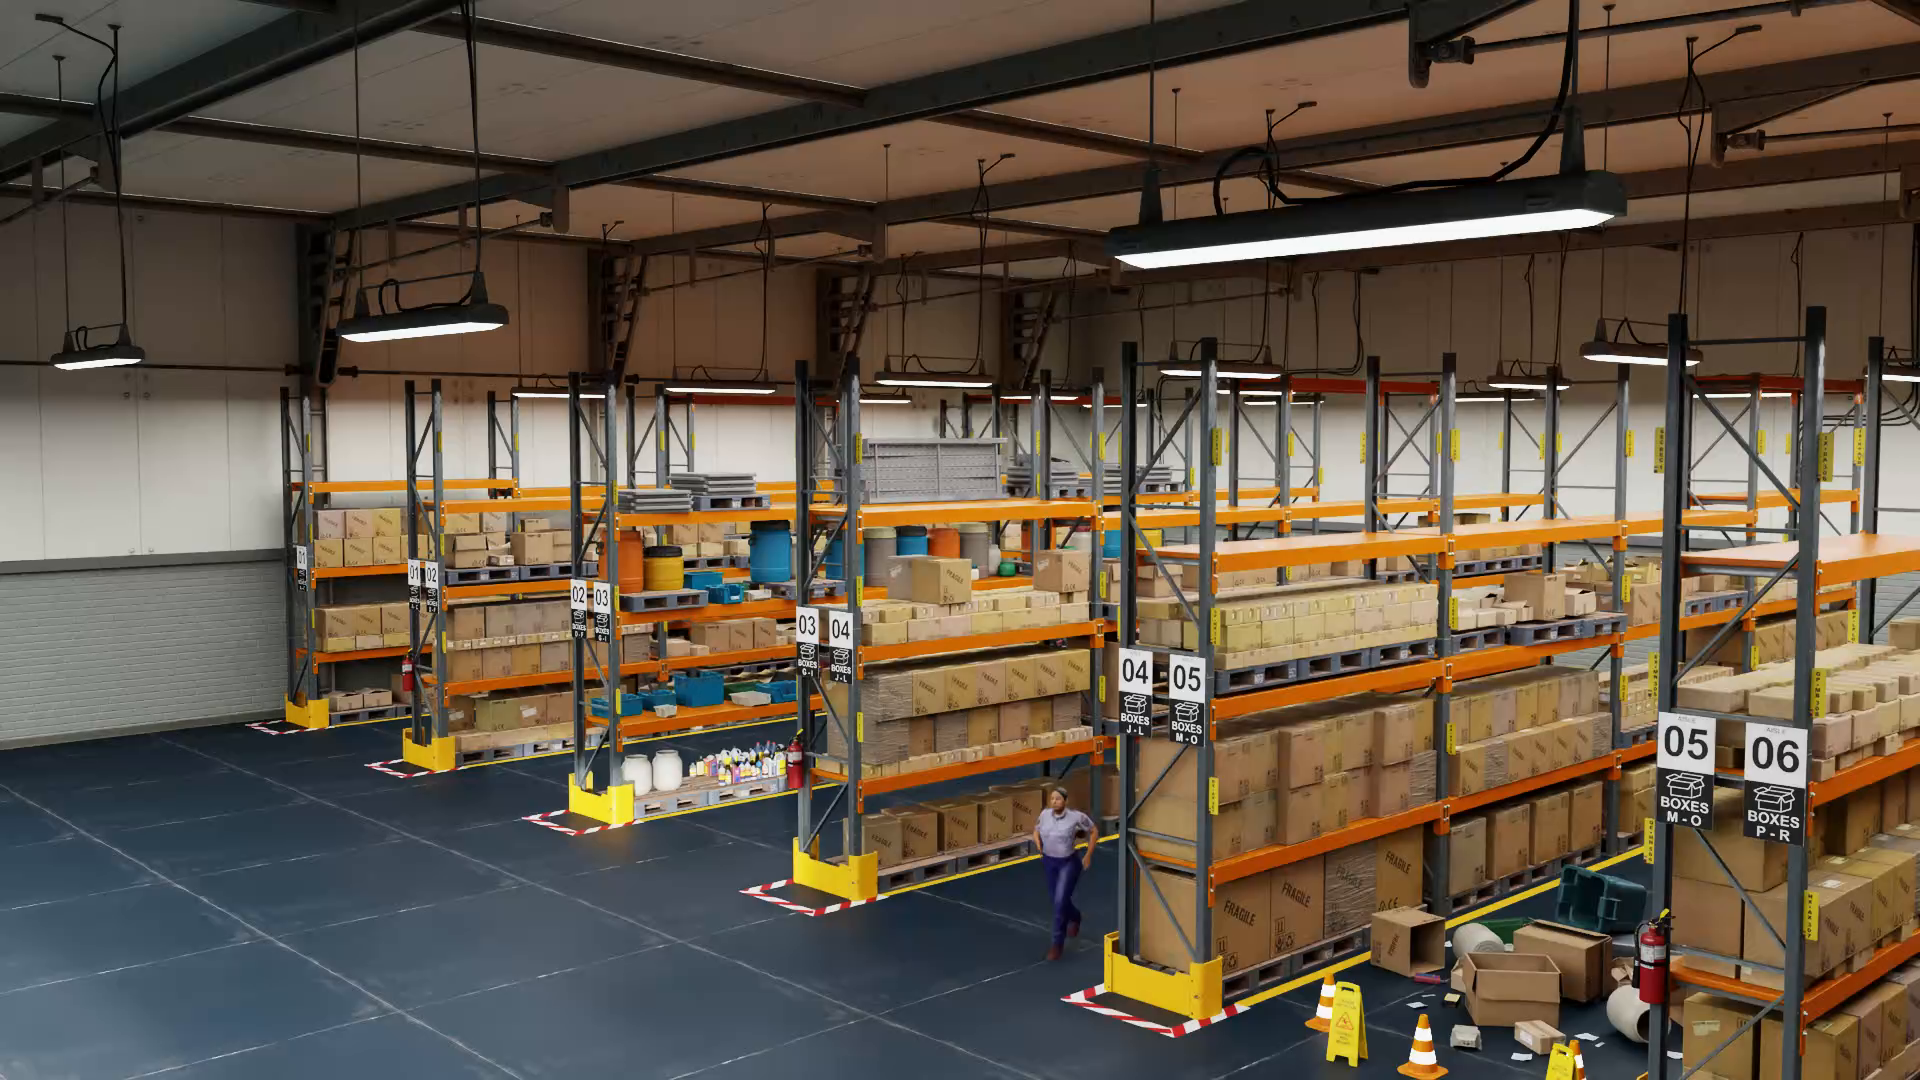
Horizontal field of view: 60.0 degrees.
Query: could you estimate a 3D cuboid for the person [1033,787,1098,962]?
[{"bbox_3d":[1.025,3.286,16.659,0.636,1.669,0.902,2,4,33],"label":"person"}]
